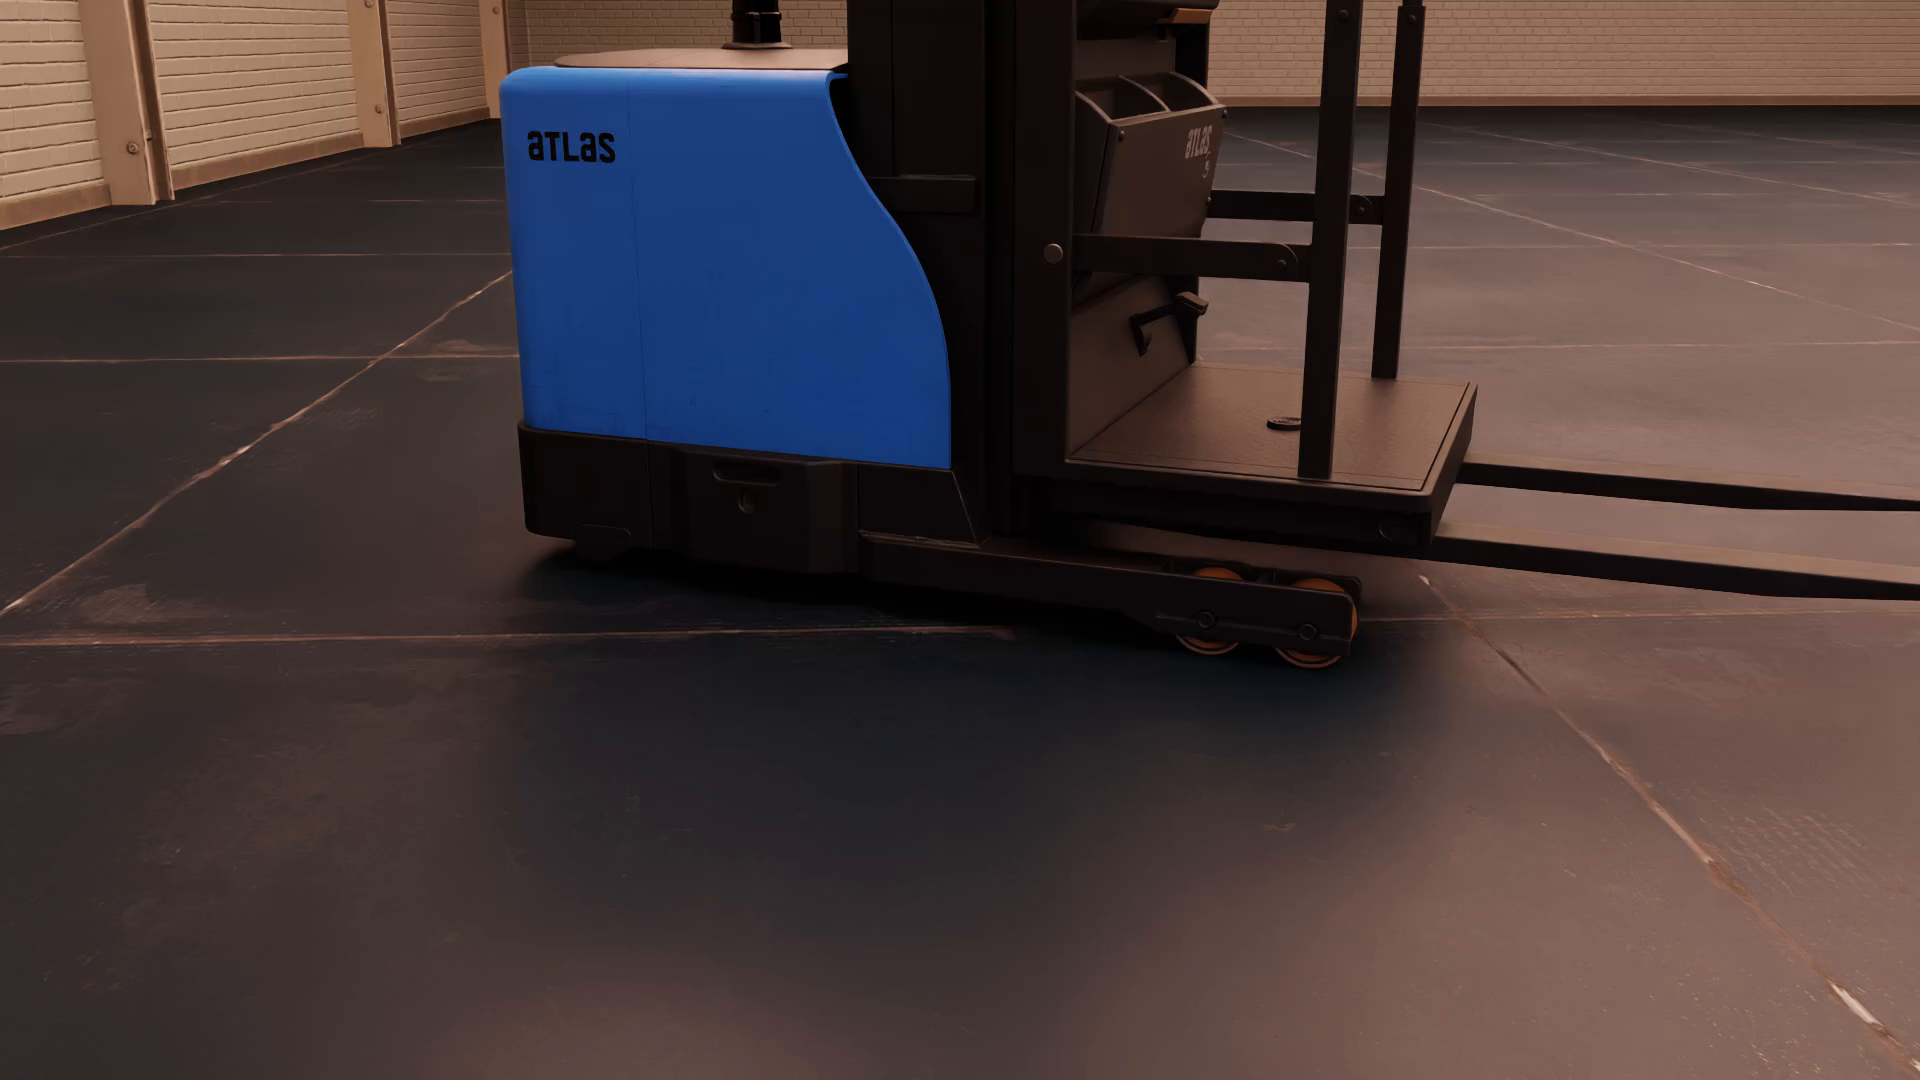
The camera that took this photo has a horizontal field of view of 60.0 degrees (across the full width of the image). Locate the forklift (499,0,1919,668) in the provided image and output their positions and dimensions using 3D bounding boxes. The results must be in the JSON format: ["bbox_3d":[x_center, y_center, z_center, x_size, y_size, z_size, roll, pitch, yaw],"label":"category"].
[{"bbox_3d":[0.583,-1.336,3.275,3.031,2.935,1.130,6,18,20],"label":"forklift"}]
